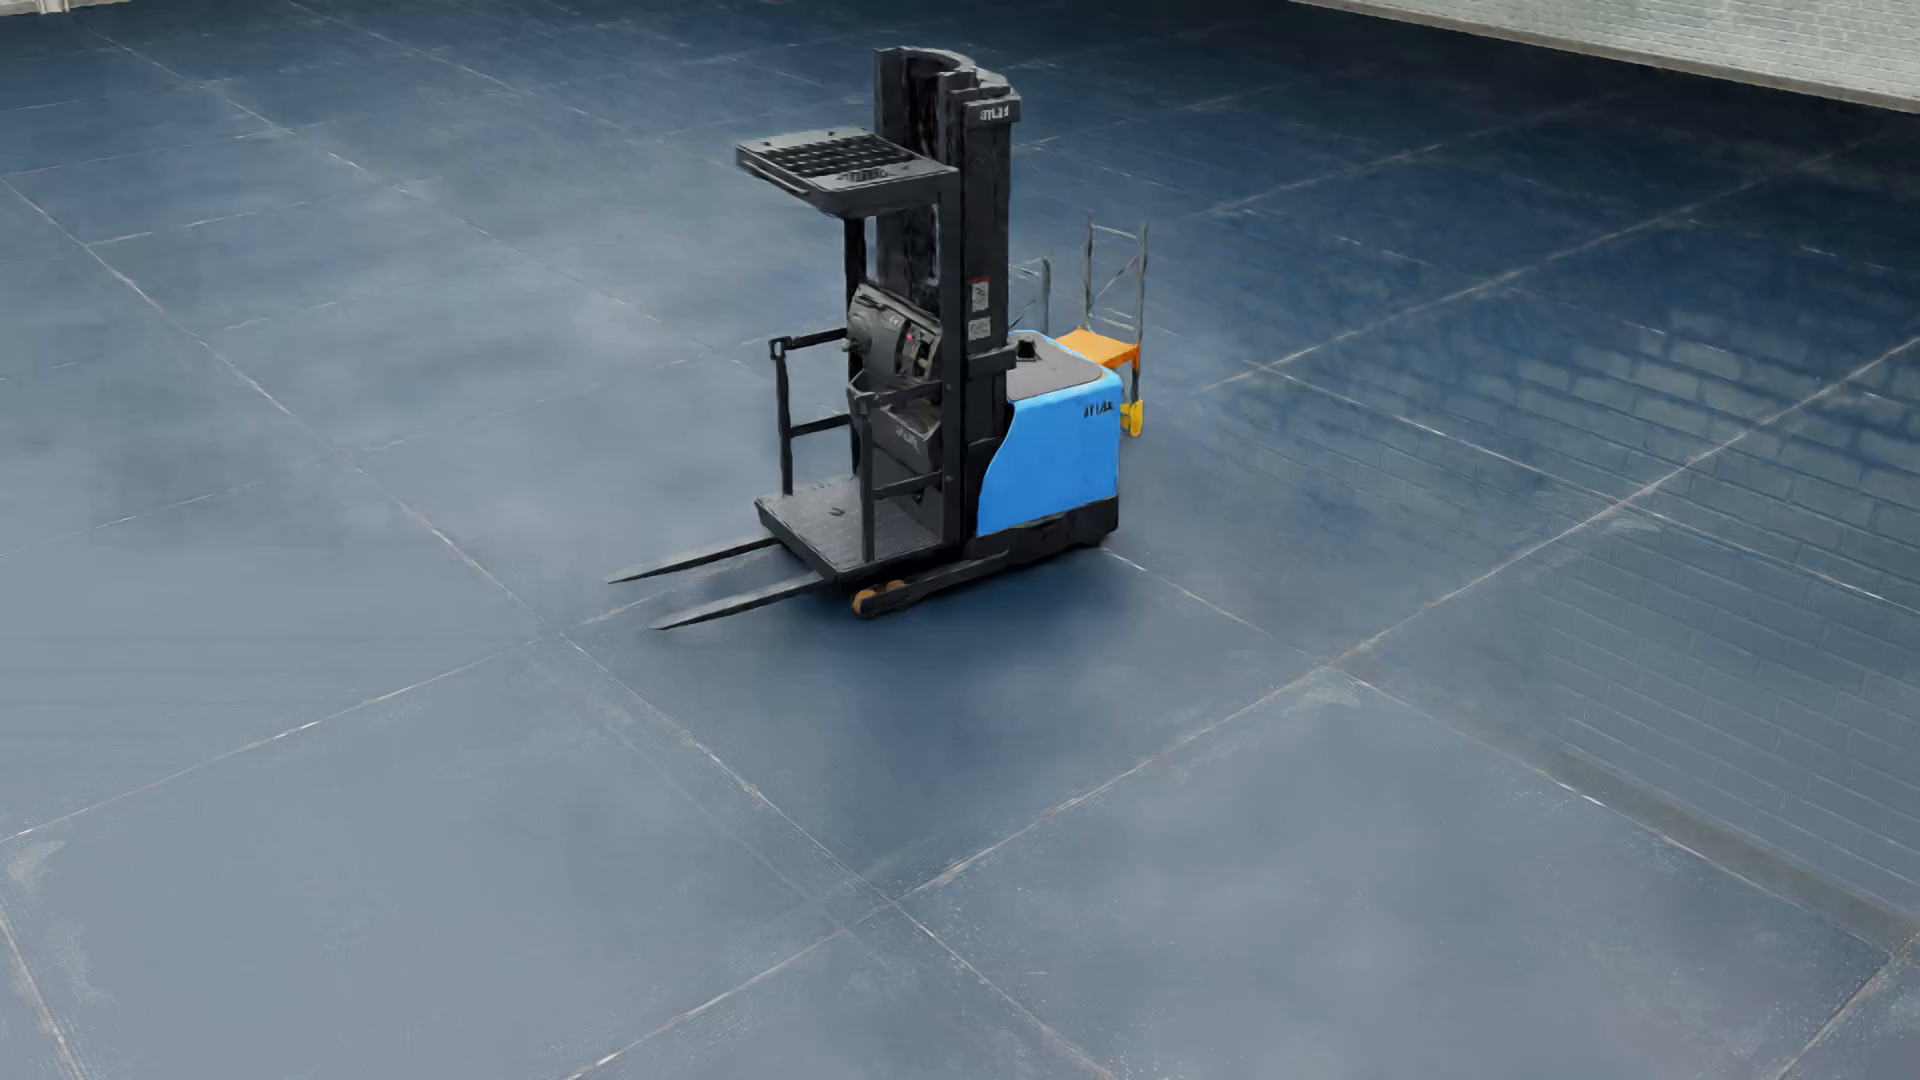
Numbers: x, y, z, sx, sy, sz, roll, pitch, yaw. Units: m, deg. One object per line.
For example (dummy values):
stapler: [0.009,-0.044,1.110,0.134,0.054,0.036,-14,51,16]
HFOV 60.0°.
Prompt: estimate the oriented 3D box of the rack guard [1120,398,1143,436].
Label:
rack guard: [1.031,-0.939,11.741,0.587,0.250,0.087,23,36,36]

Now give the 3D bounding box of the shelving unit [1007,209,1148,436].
shelving unit: [0.698,-1.315,11.120,0.587,1.500,1.083,23,36,36]

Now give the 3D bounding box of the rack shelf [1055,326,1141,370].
rack shelf: [0.704,-1.160,11.211,0.538,0.185,1.000,23,36,36]

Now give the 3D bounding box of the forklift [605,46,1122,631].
forklift: [-0.548,-1.129,9.254,3.031,2.935,1.130,-17,32,-28]

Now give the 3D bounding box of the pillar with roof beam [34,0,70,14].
pillar with roof beam: [-11.003,-10.473,20.300,0.400,9.000,9.100,-22,35,-35]

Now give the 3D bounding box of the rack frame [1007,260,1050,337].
rack frame: [0.364,-1.140,10.793,0.500,1.500,0.032,23,36,36]

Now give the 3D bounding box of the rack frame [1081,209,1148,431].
rack frame: [1.044,-1.497,11.459,0.500,1.500,0.032,23,36,36]
